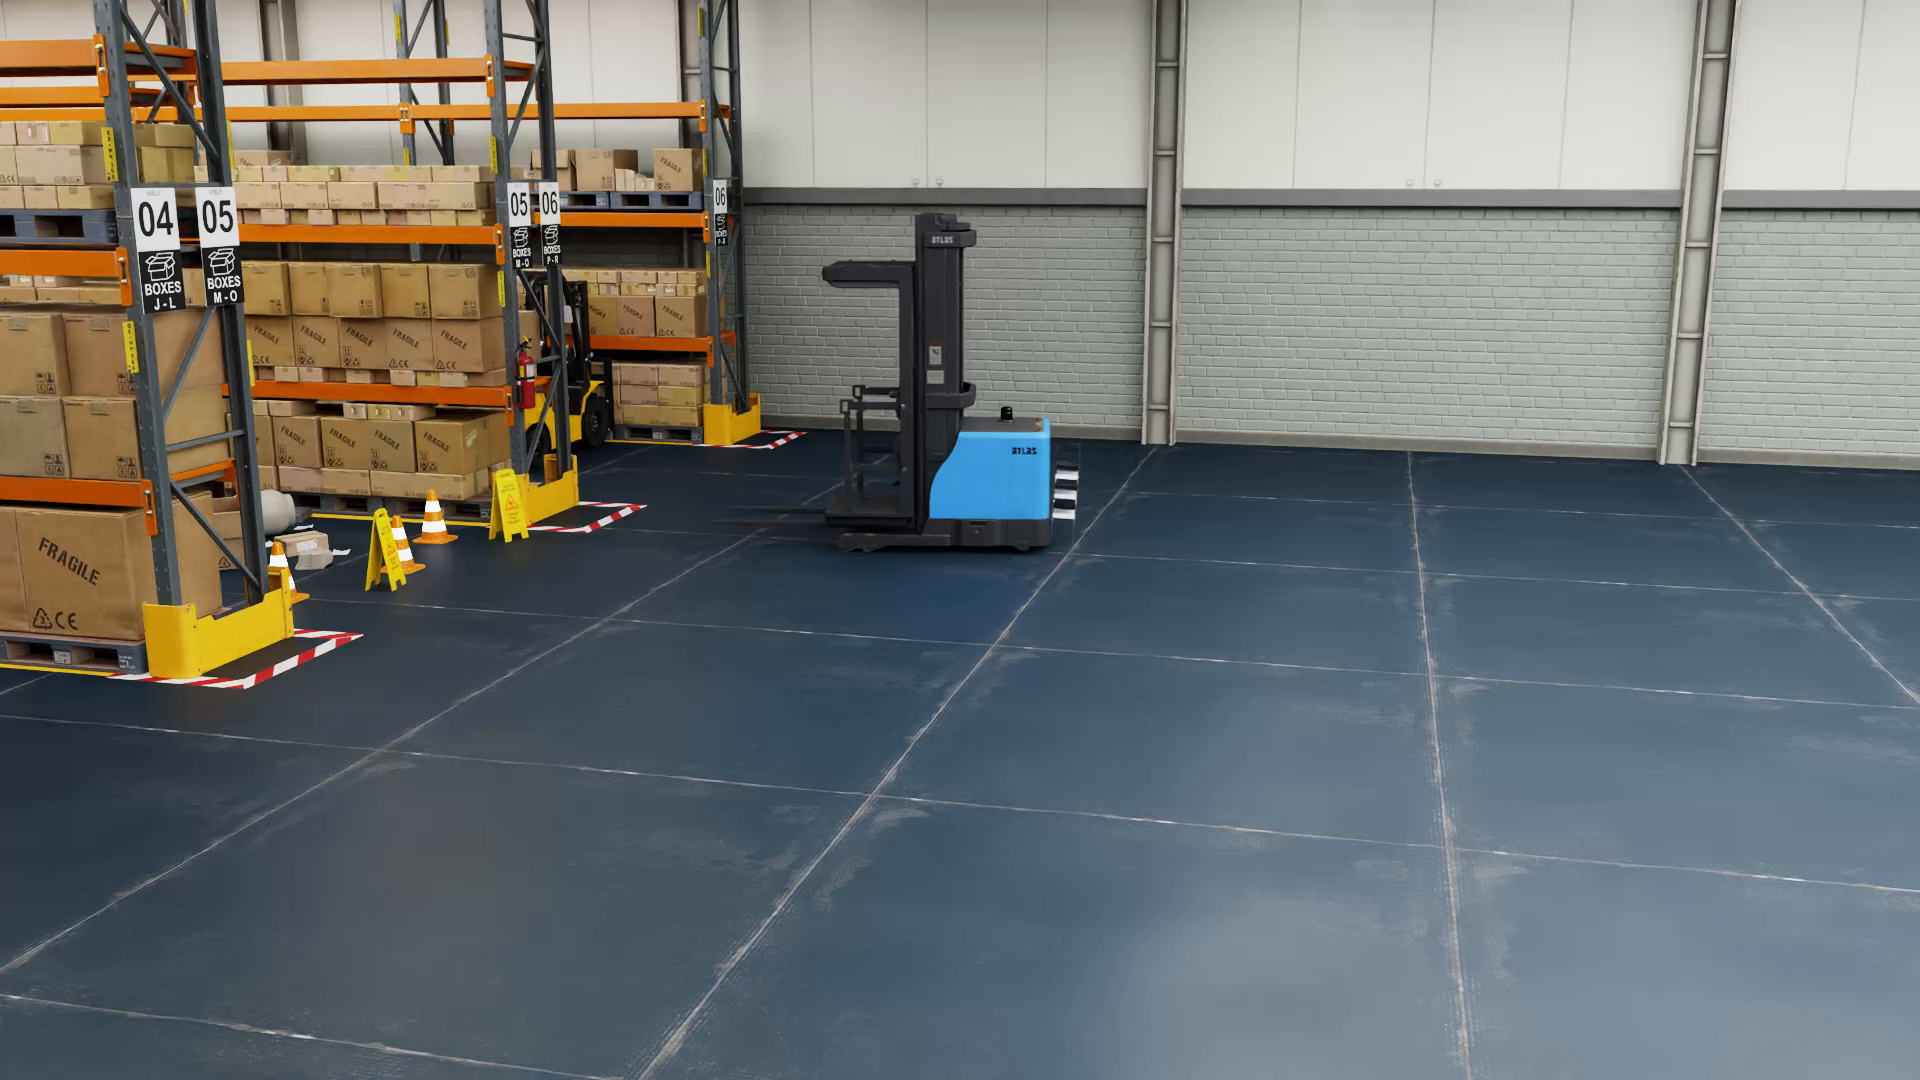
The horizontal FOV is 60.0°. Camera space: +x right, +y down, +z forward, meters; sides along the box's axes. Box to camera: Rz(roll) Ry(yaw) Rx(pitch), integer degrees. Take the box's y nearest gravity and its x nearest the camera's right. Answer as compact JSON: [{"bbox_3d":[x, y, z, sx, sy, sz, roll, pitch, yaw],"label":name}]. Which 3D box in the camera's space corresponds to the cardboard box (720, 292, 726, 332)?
[{"bbox_3d":[-3.309,-2.891,21.107,0.500,0.500,0.500,3,13,15],"label":"cardboard box"}]

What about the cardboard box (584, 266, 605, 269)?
[{"bbox_3d":[-4.664,-3.417,21.295,0.250,0.149,0.380,3,13,14],"label":"cardboard box"}]

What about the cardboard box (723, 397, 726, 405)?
[{"bbox_3d":[-3.324,-1.687,21.291,0.500,0.250,0.500,3,13,14],"label":"cardboard box"}]

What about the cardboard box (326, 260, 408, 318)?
[{"bbox_3d":[-5.638,-2.409,15.941,0.500,0.500,0.700,3,13,13],"label":"cardboard box"}]

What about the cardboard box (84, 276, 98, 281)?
[{"bbox_3d":[-12.290,-3.474,22.759,0.637,0.503,0.797,3,13,12],"label":"cardboard box"}]

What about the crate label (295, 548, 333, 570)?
[{"bbox_3d":[-5.521,0.156,14.214,0.298,0.136,0.250,-4,13,-16],"label":"crate label"}]

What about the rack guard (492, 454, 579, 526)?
[{"bbox_3d":[-4.154,-0.497,16.321,0.348,0.500,1.175,3,13,14],"label":"rack guard"}]

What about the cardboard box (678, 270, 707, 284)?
[{"bbox_3d":[-3.293,-3.243,20.509,0.250,0.149,0.380,3,13,14],"label":"cardboard box"}]

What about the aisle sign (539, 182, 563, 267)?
[{"bbox_3d":[-3.946,-3.045,16.031,0.004,0.787,0.394,3,13,14],"label":"aisle sign"}]

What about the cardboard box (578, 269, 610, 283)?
[{"bbox_3d":[-4.556,-3.288,20.713,0.250,0.149,0.380,3,13,15],"label":"cardboard box"}]

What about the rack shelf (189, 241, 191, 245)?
[{"bbox_3d":[-9.905,-3.138,17.189,4.000,0.370,1.077,3,13,14],"label":"rack shelf"}]

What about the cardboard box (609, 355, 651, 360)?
[{"bbox_3d":[-4.285,-2.227,21.415,0.500,0.250,0.500,3,13,13],"label":"cardboard box"}]

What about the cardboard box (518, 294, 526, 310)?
[{"bbox_3d":[-5.408,-2.887,21.088,0.500,0.500,0.500,3,13,13],"label":"cardboard box"}]

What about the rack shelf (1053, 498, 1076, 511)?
[{"bbox_3d":[0.949,-0.310,15.094,0.200,0.077,0.258,4,13,3],"label":"rack shelf"}]

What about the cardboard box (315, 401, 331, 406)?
[{"bbox_3d":[-6.831,-1.150,17.138,0.500,0.500,0.500,3,13,15],"label":"cardboard box"}]

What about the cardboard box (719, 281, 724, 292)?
[{"bbox_3d":[-3.162,-3.195,20.983,0.250,0.149,0.380,3,13,12],"label":"cardboard box"}]

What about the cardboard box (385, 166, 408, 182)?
[{"bbox_3d":[-5.206,-3.455,15.695,0.250,0.149,0.380,3,13,14],"label":"cardboard box"}]

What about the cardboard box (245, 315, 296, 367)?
[{"bbox_3d":[-6.626,-1.984,16.333,0.500,0.500,0.500,3,13,13],"label":"cardboard box"}]

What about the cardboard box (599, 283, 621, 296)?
[{"bbox_3d":[-4.299,-3.135,20.710,0.250,0.149,0.380,3,13,12],"label":"cardboard box"}]

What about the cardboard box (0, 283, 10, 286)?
[{"bbox_3d":[-9.957,-2.377,17.133,0.500,0.500,0.500,3,13,11],"label":"cardboard box"}]

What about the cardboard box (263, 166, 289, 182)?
[{"bbox_3d":[-6.458,-3.511,15.949,0.250,0.149,0.380,3,13,13],"label":"cardboard box"}]

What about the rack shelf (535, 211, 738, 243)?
[{"bbox_3d":[-4.836,-3.975,20.959,4.000,0.370,1.077,3,13,14],"label":"rack shelf"}]

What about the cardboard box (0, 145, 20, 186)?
[{"bbox_3d":[-6.196,-2.451,10.888,0.500,0.250,0.500,3,13,14],"label":"cardboard box"}]

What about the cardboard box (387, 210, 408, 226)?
[{"bbox_3d":[-5.223,-3.069,15.797,0.250,0.149,0.380,3,13,14],"label":"cardboard box"}]

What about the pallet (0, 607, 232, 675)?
[{"bbox_3d":[-5.963,0.669,11.732,1.213,0.211,1.003,3,13,14],"label":"pallet"}]

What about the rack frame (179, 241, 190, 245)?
[{"bbox_3d":[-10.661,-3.173,22.610,0.127,3.000,1.000,3,13,14],"label":"rack frame"}]

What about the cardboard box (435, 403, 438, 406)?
[{"bbox_3d":[-7.287,-2.036,21.997,0.625,0.625,0.875,4,13,16],"label":"cardboard box"}]

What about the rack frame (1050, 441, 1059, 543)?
[{"bbox_3d":[0.856,-0.438,15.073,0.006,0.900,0.240,4,13,3],"label":"rack frame"}]

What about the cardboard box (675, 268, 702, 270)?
[{"bbox_3d":[-3.412,-3.358,21.028,0.250,0.149,0.380,4,13,15],"label":"cardboard box"}]

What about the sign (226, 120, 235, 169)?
[{"bbox_3d":[-5.029,-2.714,11.414,0.005,0.325,0.100,3,13,14],"label":"sign"}]

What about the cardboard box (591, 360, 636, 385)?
[{"bbox_3d":[-4.406,-2.116,20.917,0.500,0.250,0.500,3,13,14],"label":"cardboard box"}]

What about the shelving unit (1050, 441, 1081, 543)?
[{"bbox_3d":[0.957,-0.430,15.067,0.210,0.900,0.258,4,13,3],"label":"shelving unit"}]

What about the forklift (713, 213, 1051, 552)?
[{"bbox_3d":[-0.696,-1.434,14.932,3.031,2.935,1.130,1,13,3],"label":"forklift"}]

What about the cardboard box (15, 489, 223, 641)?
[{"bbox_3d":[-5.842,0.143,11.598,0.875,0.875,0.875,3,13,14],"label":"cardboard box"}]

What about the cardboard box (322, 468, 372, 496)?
[{"bbox_3d":[-5.940,-0.616,16.465,0.500,0.250,0.500,3,13,12],"label":"cardboard box"}]

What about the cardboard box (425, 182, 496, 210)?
[{"bbox_3d":[-4.641,-3.220,15.556,0.500,0.250,0.500,3,13,13],"label":"cardboard box"}]

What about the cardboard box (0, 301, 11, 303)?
[{"bbox_3d":[-7.132,-1.362,11.609,0.500,0.550,0.875,3,13,14],"label":"cardboard box"}]

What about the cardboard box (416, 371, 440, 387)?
[{"bbox_3d":[-5.011,-1.573,15.979,0.250,0.149,0.380,3,13,13],"label":"cardboard box"}]

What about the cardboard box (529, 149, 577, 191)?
[{"bbox_3d":[-4.912,-4.611,20.726,0.637,0.503,0.797,3,13,15],"label":"cardboard box"}]

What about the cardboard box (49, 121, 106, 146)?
[{"bbox_3d":[-5.576,-2.599,10.634,0.250,0.149,0.380,3,13,14],"label":"cardboard box"}]

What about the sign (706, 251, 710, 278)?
[{"bbox_3d":[-3.038,-3.325,20.076,0.005,0.325,0.100,3,13,14],"label":"sign"}]

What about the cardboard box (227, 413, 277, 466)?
[{"bbox_3d":[-6.933,-1.037,16.632,0.500,0.500,0.500,4,13,16],"label":"cardboard box"}]

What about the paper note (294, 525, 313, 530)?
[{"bbox_3d":[-6.207,-0.125,15.726,0.148,0.019,0.142,-1,13,-6],"label":"paper note"}]

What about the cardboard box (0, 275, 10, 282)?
[{"bbox_3d":[-10.191,-2.819,17.630,0.250,0.149,0.380,2,13,11],"label":"cardboard box"}]

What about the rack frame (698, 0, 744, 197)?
[{"bbox_3d":[-2.894,-5.687,20.089,0.127,3.000,1.000,3,13,14],"label":"rack frame"}]

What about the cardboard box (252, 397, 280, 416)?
[{"bbox_3d":[-6.849,-1.334,16.471,0.250,0.149,0.380,4,13,16],"label":"cardboard box"}]

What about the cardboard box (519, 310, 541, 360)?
[{"bbox_3d":[-4.473,-1.991,16.363,0.500,0.500,0.500,3,13,13],"label":"cardboard box"}]

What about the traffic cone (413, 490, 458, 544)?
[{"bbox_3d":[-4.807,-0.226,15.185,0.334,0.463,0.336,3,13,14],"label":"traffic cone"}]

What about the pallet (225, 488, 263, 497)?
[{"bbox_3d":[-7.303,-0.533,17.147,1.213,0.211,1.003,3,13,14],"label":"pallet"}]

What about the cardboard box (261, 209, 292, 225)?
[{"bbox_3d":[-6.489,-3.110,15.981,0.250,0.149,0.380,3,13,12],"label":"cardboard box"}]

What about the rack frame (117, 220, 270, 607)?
[{"bbox_3d":[-5.168,-0.668,11.317,0.127,3.000,1.000,3,13,14],"label":"rack frame"}]

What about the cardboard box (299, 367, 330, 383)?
[{"bbox_3d":[-6.244,-1.639,16.277,0.250,0.149,0.380,3,13,13],"label":"cardboard box"}]

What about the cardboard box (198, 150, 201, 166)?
[{"bbox_3d":[-10.016,-4.851,21.817,0.500,0.500,0.500,3,13,14],"label":"cardboard box"}]

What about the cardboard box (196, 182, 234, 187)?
[{"bbox_3d":[-7.099,-3.353,16.153,0.500,0.250,0.500,3,13,13],"label":"cardboard box"}]
